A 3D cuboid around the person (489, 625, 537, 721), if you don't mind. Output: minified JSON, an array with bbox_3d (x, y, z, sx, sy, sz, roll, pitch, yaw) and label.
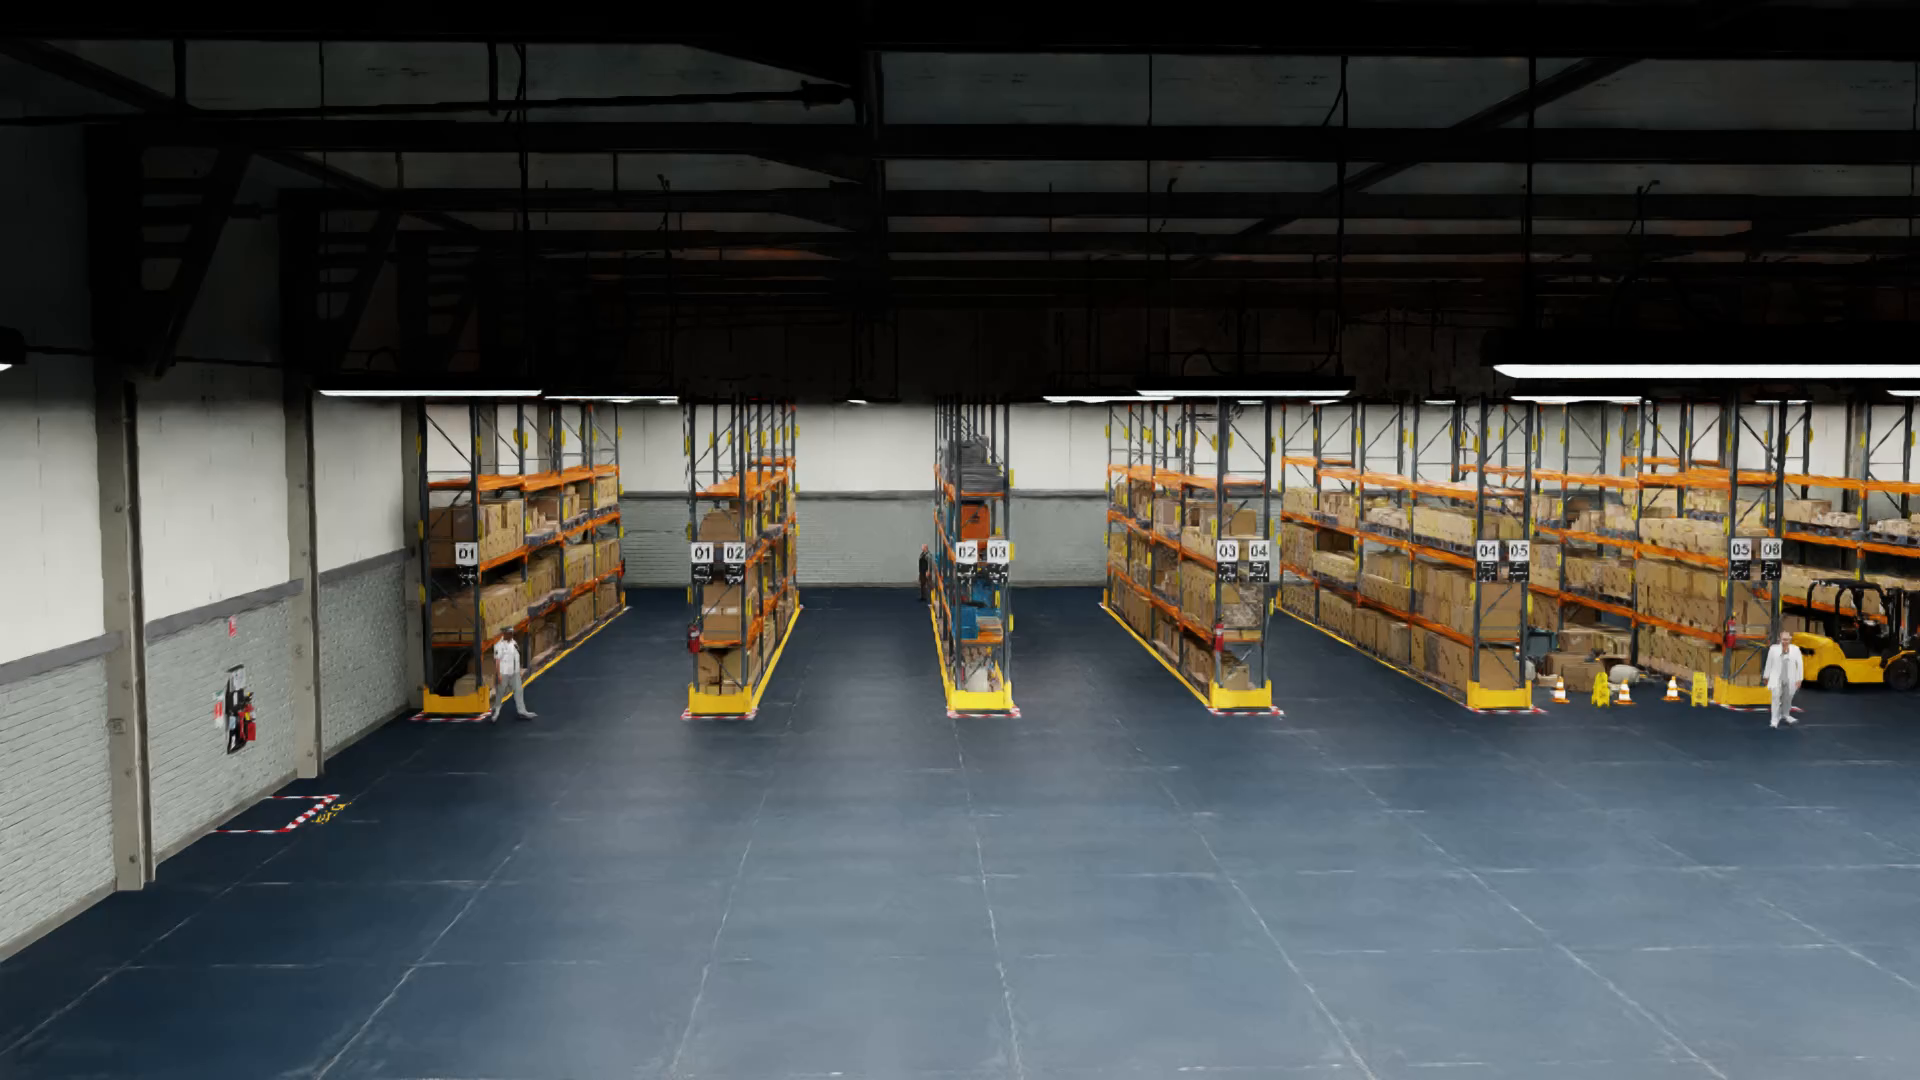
[{"bbox_3d":[-8.212,2.407,30.332,0.585,1.750,0.769,3,6,35],"label":"person"}]

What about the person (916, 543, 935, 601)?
[{"bbox_3d":[-0.947,0.943,49.092,0.509,1.718,0.723,-3,5,-32],"label":"person"}]

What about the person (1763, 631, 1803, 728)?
[{"bbox_3d":[14.752,2.481,29.792,0.630,1.729,1.046,2,5,19],"label":"person"}]
